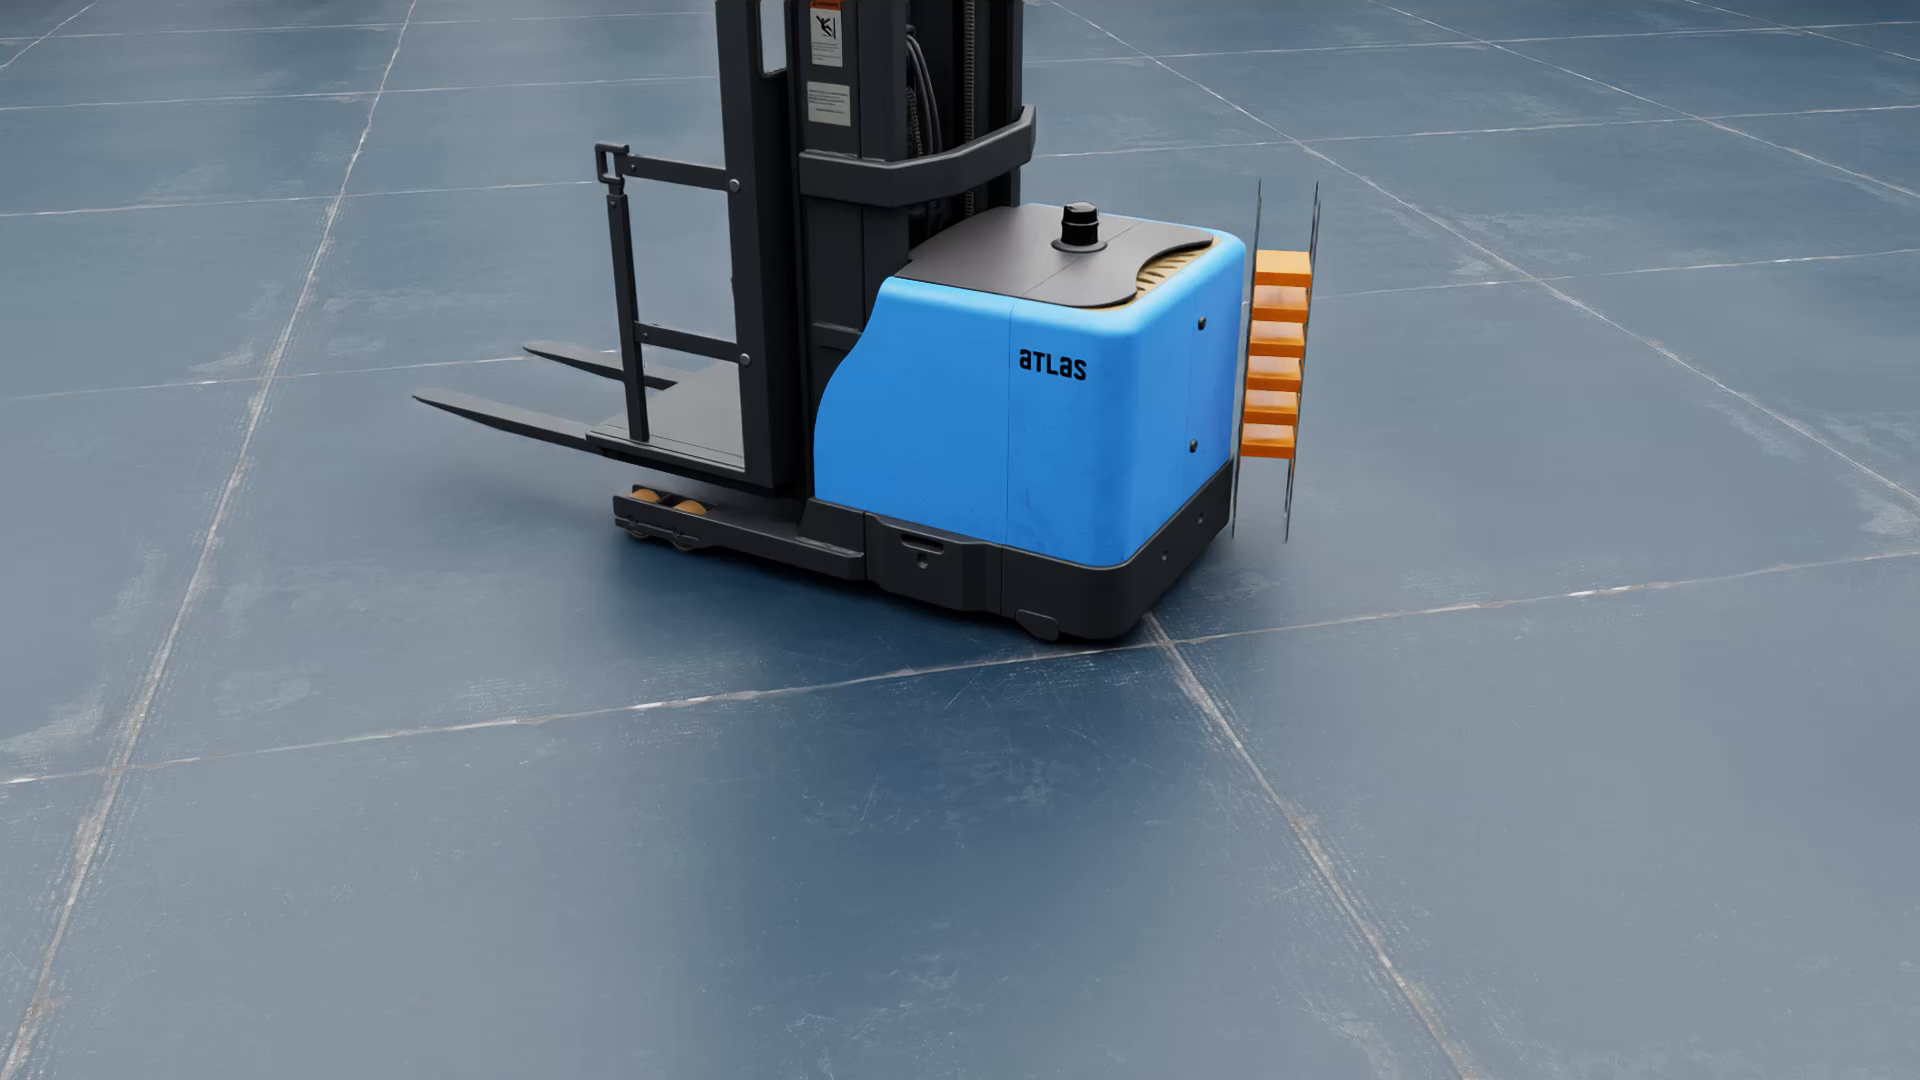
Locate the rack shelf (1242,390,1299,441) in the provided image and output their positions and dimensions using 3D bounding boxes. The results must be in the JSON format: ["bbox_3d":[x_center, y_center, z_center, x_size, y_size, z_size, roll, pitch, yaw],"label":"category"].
[{"bbox_3d":[1.052,-0.438,5.651,0.180,0.103,0.258,4,27,8],"label":"rack shelf"}]

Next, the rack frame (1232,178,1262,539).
[{"bbox_3d":[0.961,-0.591,5.589,0.006,1.200,0.240,4,27,8],"label":"rack frame"}]

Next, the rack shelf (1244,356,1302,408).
[{"bbox_3d":[1.052,-0.545,5.596,0.180,0.103,0.258,4,27,8],"label":"rack shelf"}]

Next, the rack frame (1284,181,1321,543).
[{"bbox_3d":[1.142,-0.578,5.564,0.006,1.200,0.240,4,27,8],"label":"rack frame"}]

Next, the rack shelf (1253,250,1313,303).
[{"bbox_3d":[1.052,-0.866,5.434,0.180,0.103,0.258,4,27,8],"label":"rack shelf"}]

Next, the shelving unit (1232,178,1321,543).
[{"bbox_3d":[1.052,-0.585,5.576,0.189,1.200,0.258,4,27,8],"label":"shelving unit"}]

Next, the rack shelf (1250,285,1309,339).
[{"bbox_3d":[1.052,-0.759,5.488,0.180,0.103,0.258,4,27,8],"label":"rack shelf"}]

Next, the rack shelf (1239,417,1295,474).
[{"bbox_3d":[1.052,-0.331,5.705,0.180,0.103,0.258,4,27,8],"label":"rack shelf"}]

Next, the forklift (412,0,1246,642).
[{"bbox_3d":[-0.611,-1.465,5.400,3.031,2.935,1.130,14,30,26],"label":"forklift"}]

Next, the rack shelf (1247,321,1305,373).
[{"bbox_3d":[1.052,-0.652,5.542,0.180,0.103,0.258,4,27,8],"label":"rack shelf"}]
